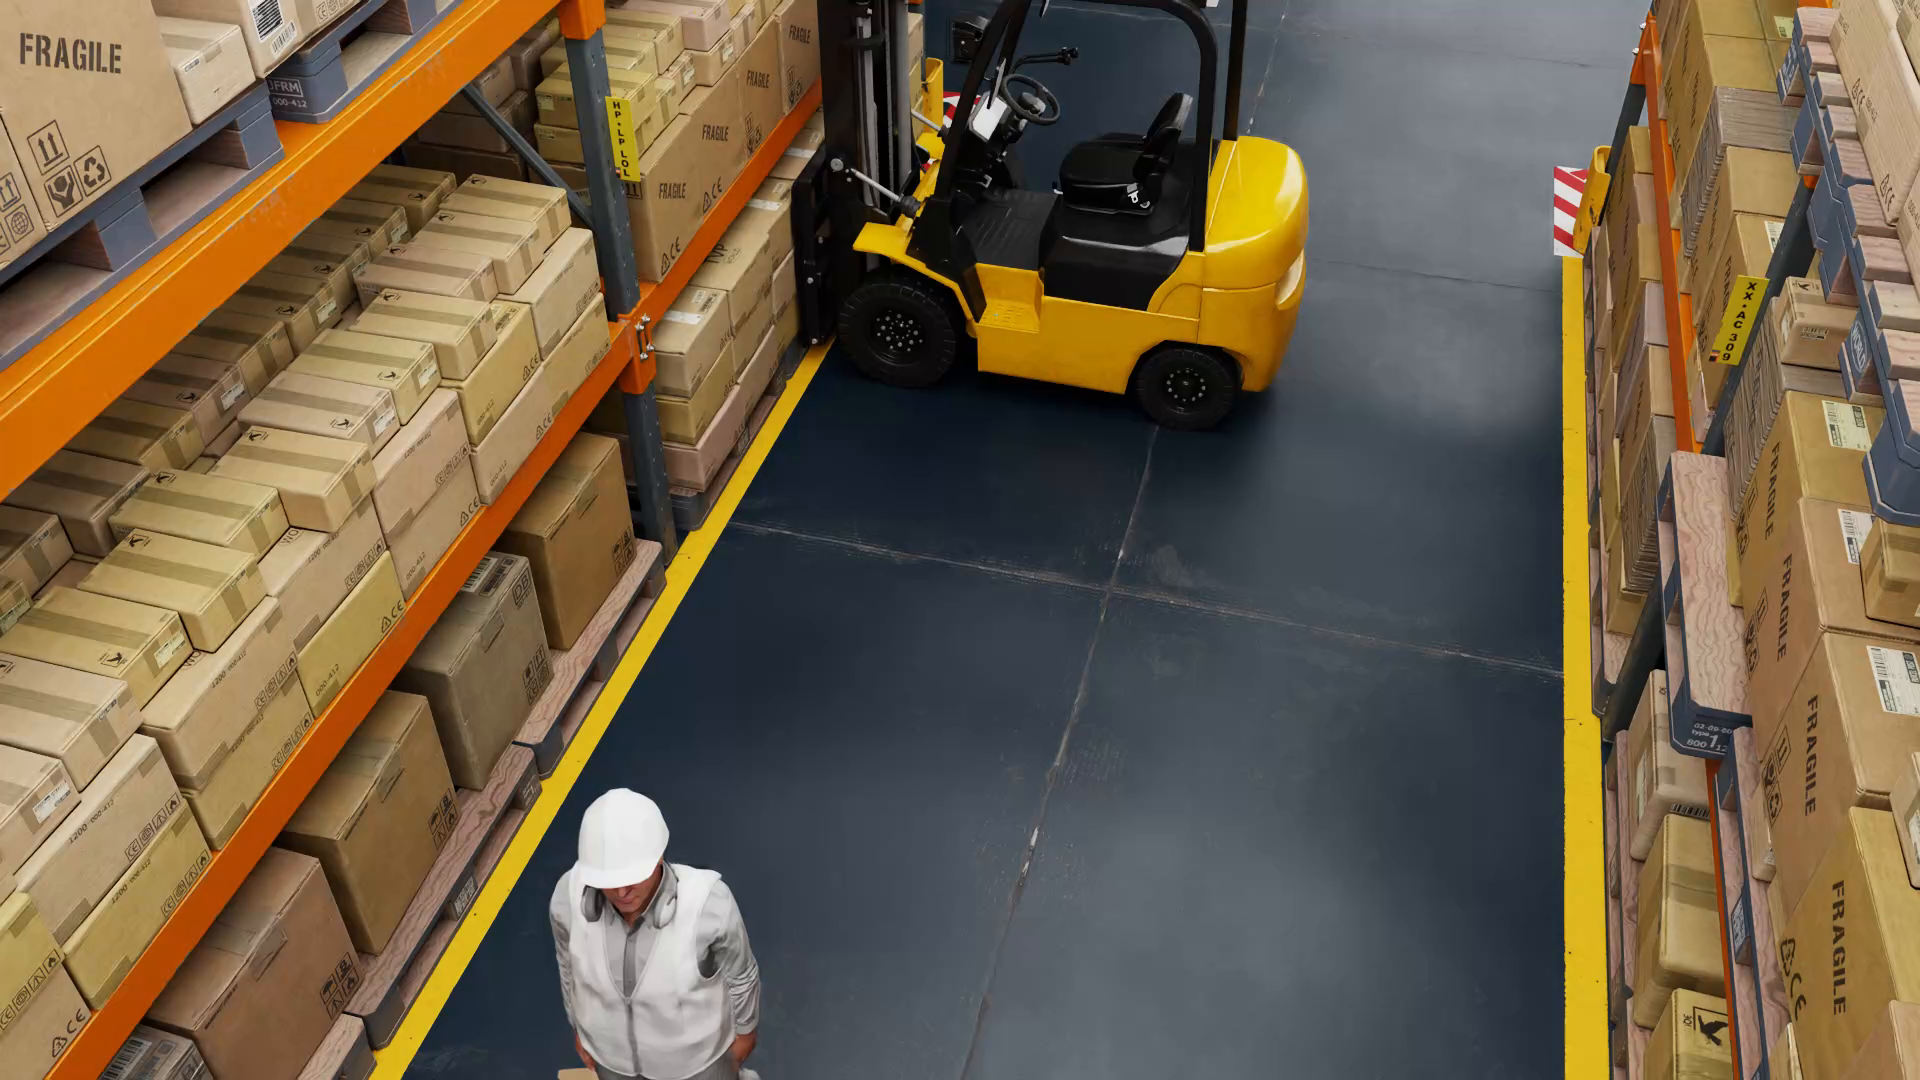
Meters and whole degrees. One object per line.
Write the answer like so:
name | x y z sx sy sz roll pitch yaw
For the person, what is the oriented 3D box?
person | -0.808 1.311 4.582 0.544 1.761 0.495 6 41 6
